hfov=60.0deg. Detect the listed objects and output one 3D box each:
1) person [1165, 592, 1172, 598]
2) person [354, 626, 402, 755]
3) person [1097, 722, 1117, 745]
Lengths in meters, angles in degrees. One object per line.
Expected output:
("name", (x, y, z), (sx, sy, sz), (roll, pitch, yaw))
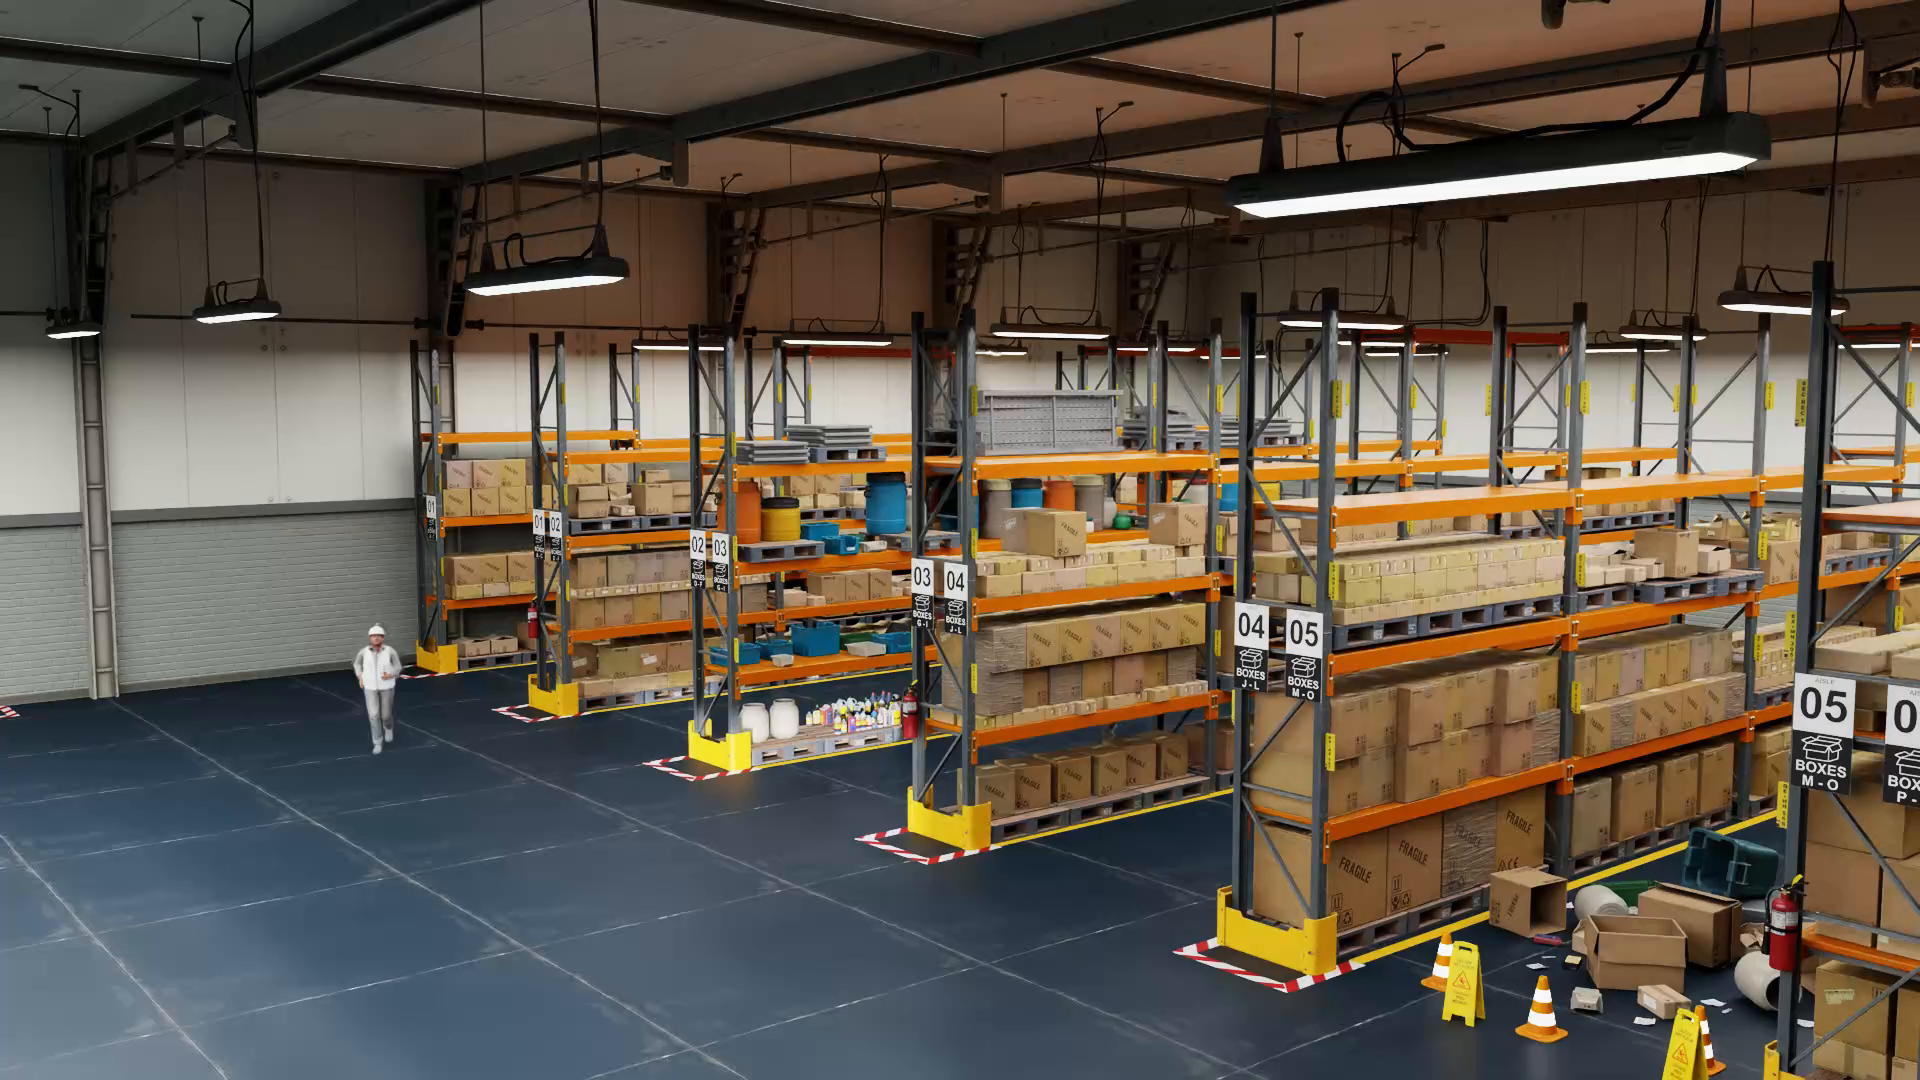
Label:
("person", (3.787, 1.505, 30.703), (0.915, 1.678, 0.600), (-4, 6, -34))
("person", (-8.268, 2.101, 23.636), (0.665, 1.775, 0.803), (-1, 5, -15))
("person", (2.107, 2.235, 23.417), (0.522, 1.554, 0.595), (4, 7, 35))
